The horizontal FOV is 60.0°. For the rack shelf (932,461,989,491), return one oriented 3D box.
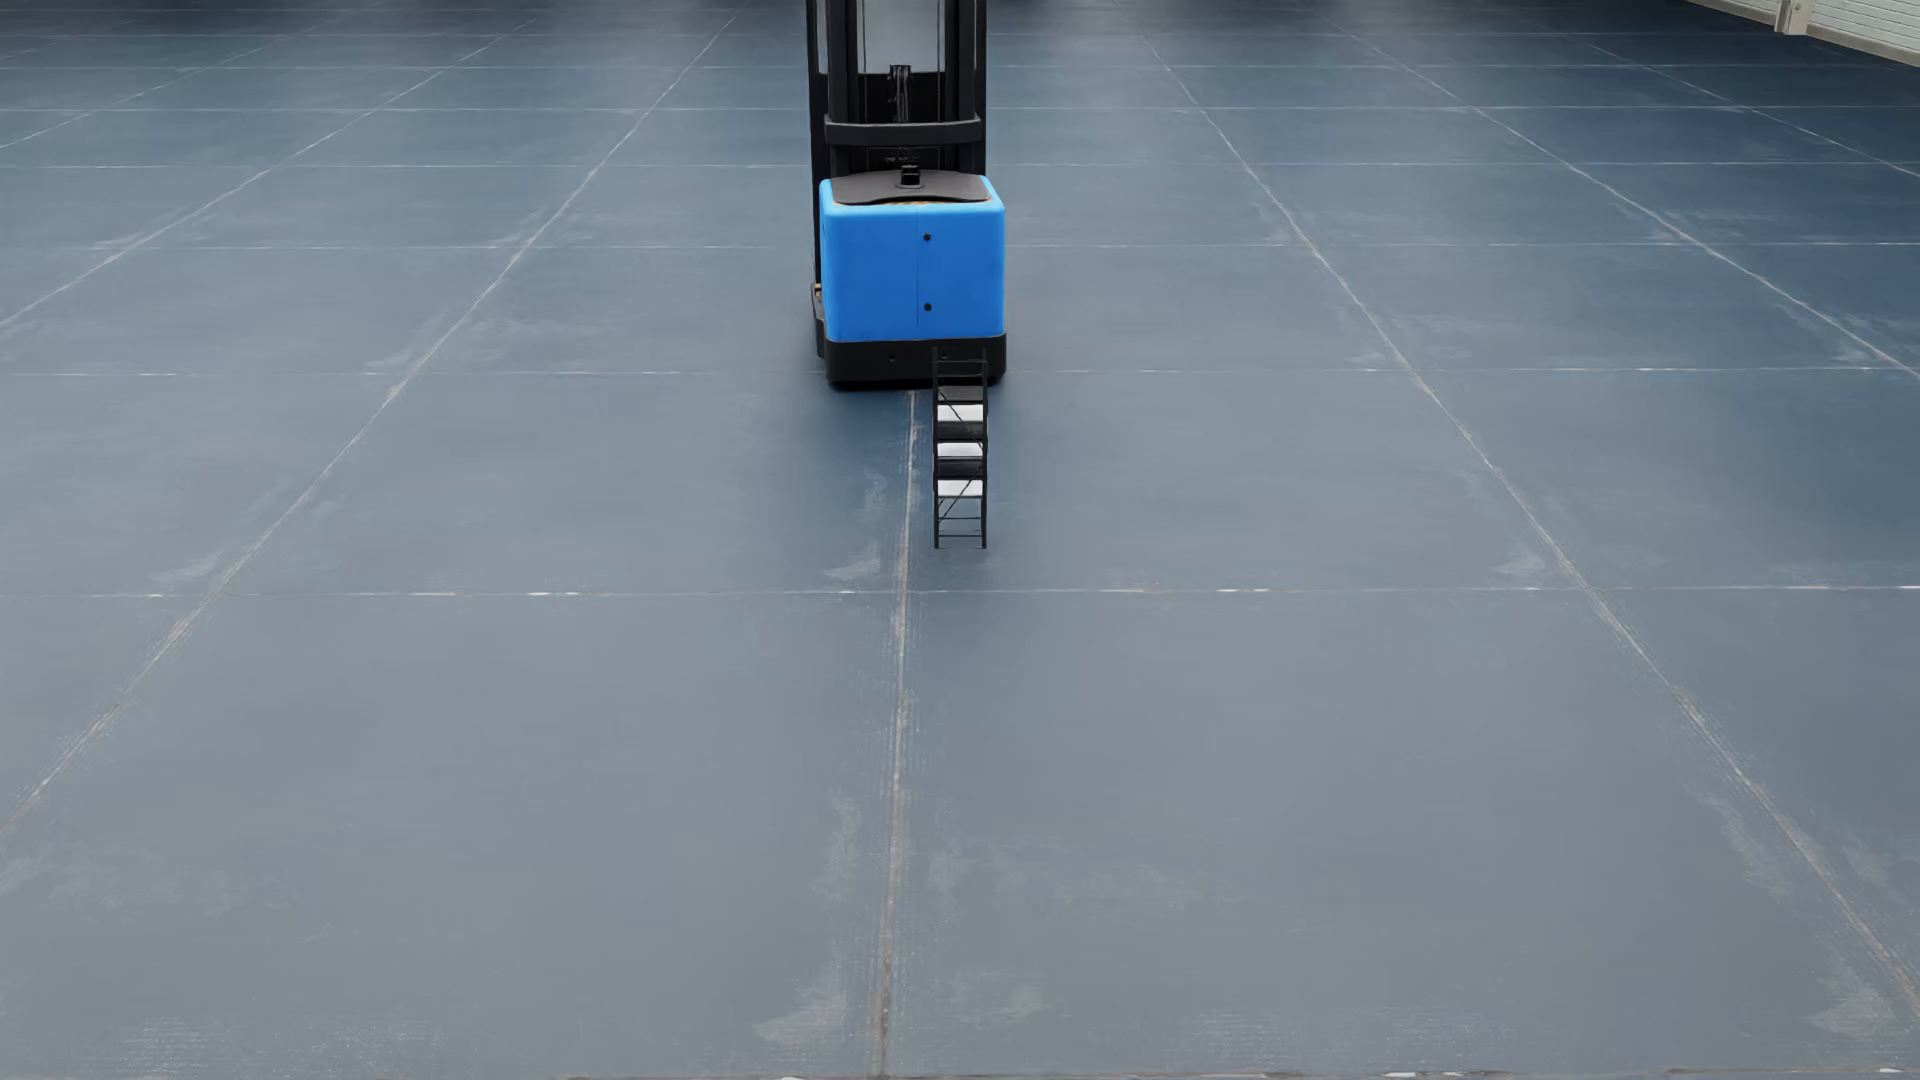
[{"bbox_3d":[0.000,-0.301,7.623,0.258,0.077,0.200,0,24,-1],"label":"rack shelf"}]

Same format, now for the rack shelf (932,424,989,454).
[{"bbox_3d":[0.000,-0.465,7.549,0.258,0.077,0.200,0,24,-1],"label":"rack shelf"}]

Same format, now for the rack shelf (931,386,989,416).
[{"bbox_3d":[0.000,-0.629,7.474,0.258,0.077,0.200,0,24,-1],"label":"rack shelf"}]

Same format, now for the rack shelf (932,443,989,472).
[{"bbox_3d":[0.000,-0.383,7.586,0.258,0.077,0.200,0,24,-1],"label":"rack shelf"}]

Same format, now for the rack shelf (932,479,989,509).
[{"bbox_3d":[0.000,-0.219,7.660,0.258,0.077,0.200,0,24,-1],"label":"rack shelf"}]

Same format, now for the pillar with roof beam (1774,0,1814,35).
[{"bbox_3d":[7.571,-11.328,21.876,9.100,9.000,0.400,0,24,-1],"label":"pillar with roof beam"}]

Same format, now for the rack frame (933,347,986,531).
[{"bbox_3d":[-0.001,-0.455,7.665,0.240,0.900,0.006,0,24,-1],"label":"rack frame"}]

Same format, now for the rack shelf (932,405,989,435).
[{"bbox_3d":[0.000,-0.547,7.512,0.258,0.077,0.200,0,24,-1],"label":"rack shelf"}]

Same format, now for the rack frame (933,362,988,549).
[{"bbox_3d":[0.001,-0.371,7.479,0.240,0.900,0.006,0,24,-1],"label":"rack frame"}]

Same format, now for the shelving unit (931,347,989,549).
[{"bbox_3d":[0.000,-0.413,7.572,0.258,0.900,0.210,0,24,-1],"label":"shelving unit"}]

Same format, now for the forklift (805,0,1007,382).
[{"bbox_3d":[-0.412,-2.822,10.433,1.130,2.935,3.031,-3,24,-6],"label":"forklift"}]
